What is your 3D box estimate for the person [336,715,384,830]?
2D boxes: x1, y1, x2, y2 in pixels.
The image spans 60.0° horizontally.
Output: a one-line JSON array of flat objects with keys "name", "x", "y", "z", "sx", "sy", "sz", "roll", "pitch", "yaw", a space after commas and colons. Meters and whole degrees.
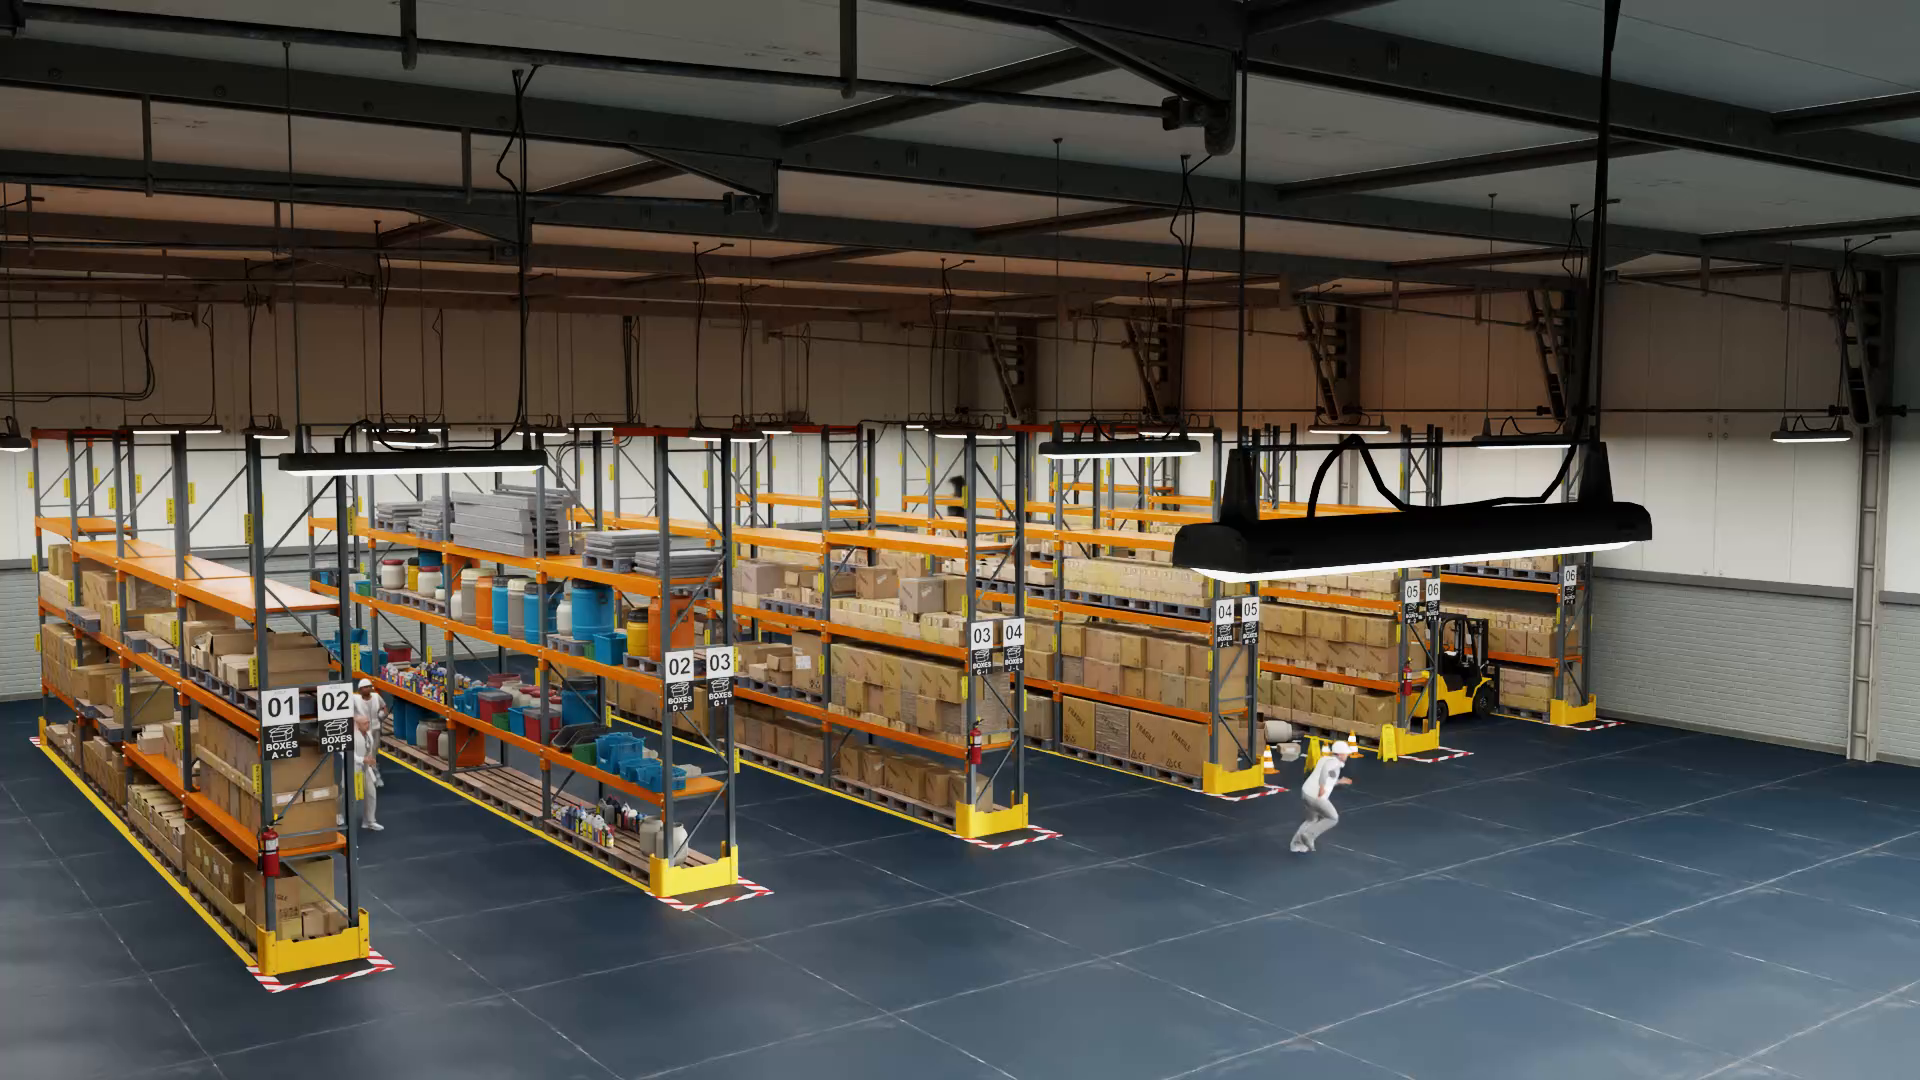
[{"name": "person", "x": -9.144, "y": 3.490, "z": 25.060, "sx": 1.011, "sy": 1.749, "sz": 0.690, "roll": 2, "pitch": 5, "yaw": 27}]

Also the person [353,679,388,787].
[{"name": "person", "x": -10.031, "y": 3.242, "z": 28.091, "sx": 0.772, "sy": 1.830, "sz": 0.797, "roll": -4, "pitch": 6, "yaw": -43}]

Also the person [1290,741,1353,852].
[{"name": "person", "x": 5.165, "y": 3.665, "z": 23.666, "sx": 0.907, "sy": 1.599, "sz": 0.688, "roll": 0, "pitch": 4, "yaw": -5}]
